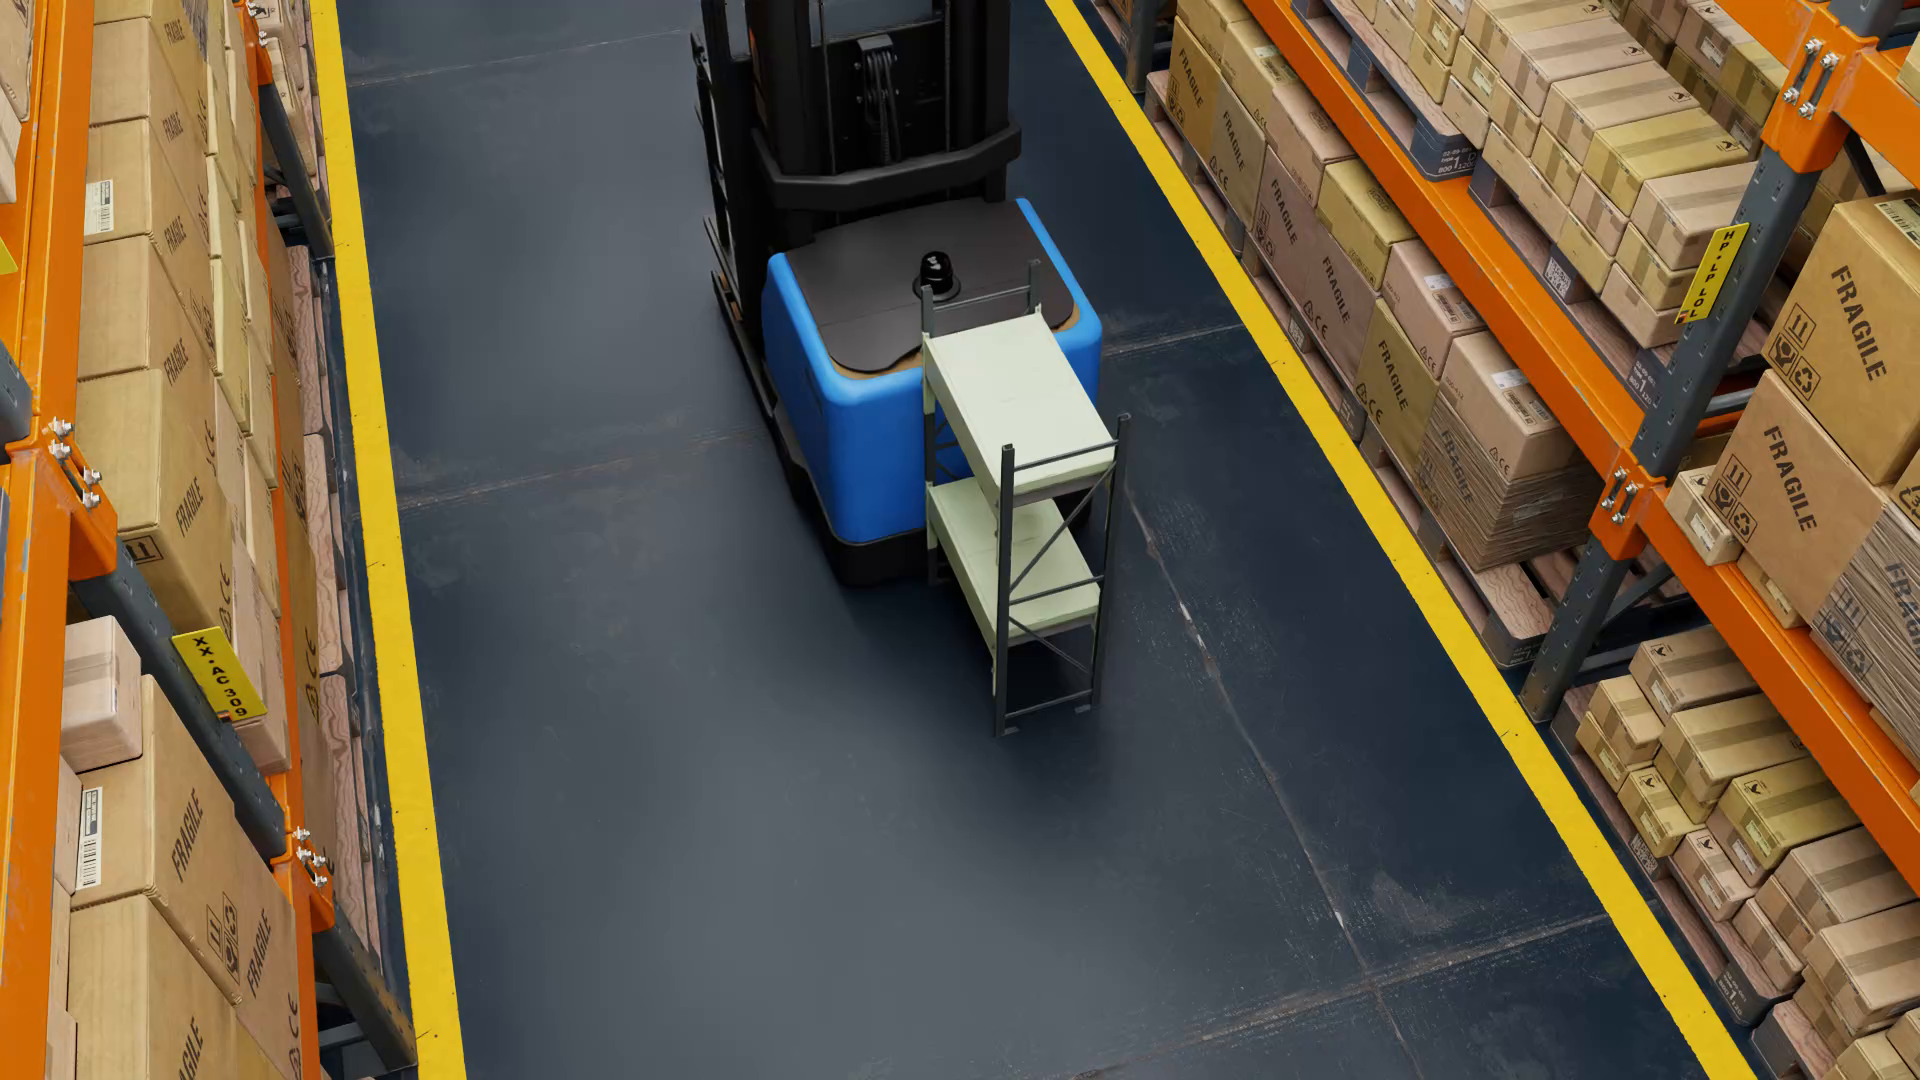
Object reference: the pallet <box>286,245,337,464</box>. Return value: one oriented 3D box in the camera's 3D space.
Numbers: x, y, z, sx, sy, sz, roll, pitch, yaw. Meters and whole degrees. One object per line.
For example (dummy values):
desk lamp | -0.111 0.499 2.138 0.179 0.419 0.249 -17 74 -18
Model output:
pallet | -3.198 -0.695 6.988 1.003 0.211 1.213 -13 51 -11

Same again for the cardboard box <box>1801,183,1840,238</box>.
cardboard box | 2.846 -1.000 5.116 0.380 0.149 0.250 -13 51 -10

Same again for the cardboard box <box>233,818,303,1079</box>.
cardboard box | -1.795 0.983 3.683 0.500 0.500 0.500 -13 51 -11

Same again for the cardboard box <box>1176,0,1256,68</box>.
cardboard box | 1.313 -2.393 7.465 0.500 0.250 0.500 -15 52 -13

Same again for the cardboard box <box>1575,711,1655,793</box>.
cardboard box | 2.324 0.664 5.608 0.380 0.149 0.250 -15 52 -13

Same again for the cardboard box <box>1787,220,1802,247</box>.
cardboard box | 2.758 -1.106 5.400 0.380 0.149 0.250 -13 51 -10

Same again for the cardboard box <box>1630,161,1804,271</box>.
cardboard box | 2.218 -0.954 4.882 0.380 0.149 0.250 -11 51 -9

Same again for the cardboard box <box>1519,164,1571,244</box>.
cardboard box | 2.067 -1.130 5.420 0.380 0.149 0.250 -13 51 -11

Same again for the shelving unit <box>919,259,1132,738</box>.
shelving unit | 0.190 -0.096 5.640 0.431 1.500 0.755 -15 52 -12

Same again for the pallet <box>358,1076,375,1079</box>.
pallet | -2.026 2.206 4.541 1.003 0.211 1.213 -13 51 -11

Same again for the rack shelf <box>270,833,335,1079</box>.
rack shelf | -1.585 2.427 3.002 1.077 0.370 4.000 -13 51 -11

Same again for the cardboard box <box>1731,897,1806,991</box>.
cardboard box | 2.648 1.202 5.154 0.380 0.149 0.250 -14 51 -12

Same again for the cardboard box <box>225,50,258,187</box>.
cardboard box | -2.795 -1.458 5.905 0.500 0.250 0.500 -12 51 -10

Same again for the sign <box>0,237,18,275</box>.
sign | -1.646 -0.551 2.690 0.100 0.325 0.005 -13 51 -11

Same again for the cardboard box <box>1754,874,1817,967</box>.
cardboard box | 2.668 1.099 5.047 0.380 0.149 0.250 -16 52 -13

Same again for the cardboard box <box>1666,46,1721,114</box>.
cardboard box | 2.613 -1.567 5.594 0.380 0.149 0.250 -15 52 -13

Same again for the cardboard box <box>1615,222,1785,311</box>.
cardboard box | 2.216 -0.855 4.993 0.380 0.149 0.250 -12 51 -10

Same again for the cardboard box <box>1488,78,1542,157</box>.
cardboard box | 1.982 -1.427 5.476 0.380 0.149 0.250 -15 51 -12

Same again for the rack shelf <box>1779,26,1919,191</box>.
rack shelf | 3.114 0.267 2.861 1.077 0.370 4.000 -13 51 -11

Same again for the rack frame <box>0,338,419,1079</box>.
rack frame | -2.176 0.735 3.958 1.000 3.000 0.127 -13 51 -11

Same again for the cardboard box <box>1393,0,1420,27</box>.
cardboard box | 1.757 -1.995 5.955 0.380 0.149 0.250 -12 51 -10

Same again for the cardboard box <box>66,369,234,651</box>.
cardboard box | -2.031 -0.006 3.864 0.500 0.500 0.500 -13 51 -11

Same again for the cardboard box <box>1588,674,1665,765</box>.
cardboard box | 2.324 0.566 5.496 0.380 0.149 0.250 -11 51 -9

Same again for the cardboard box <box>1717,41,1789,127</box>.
cardboard box | 2.684 -1.486 5.331 0.380 0.149 0.250 -13 51 -11

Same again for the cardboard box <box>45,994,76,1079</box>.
cardboard box | -1.650 0.906 2.670 0.380 0.149 0.250 -14 51 -11

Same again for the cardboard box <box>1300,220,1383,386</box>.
cardboard box | 1.764 -1.022 6.800 0.500 0.500 0.500 -14 51 -12

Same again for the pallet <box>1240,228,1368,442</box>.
pallet | 1.927 -1.021 7.262 1.003 0.211 1.213 -13 51 -11

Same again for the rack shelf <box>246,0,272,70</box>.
rack shelf | -3.950 -3.416 7.928 1.077 0.370 4.000 -13 51 -11

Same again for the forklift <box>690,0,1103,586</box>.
forklift | -0.455 -1.927 6.247 1.130 2.935 3.031 -15 52 -12

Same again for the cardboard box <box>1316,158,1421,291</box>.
cardboard box | 1.752 -1.278 6.525 0.500 0.250 0.500 -15 52 -13

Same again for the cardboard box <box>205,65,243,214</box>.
cardboard box | -2.647 -1.260 5.411 0.500 0.250 0.500 -15 51 -12

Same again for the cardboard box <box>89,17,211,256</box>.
cardboard box | -2.513 -1.115 4.798 0.500 0.500 0.500 -14 51 -12

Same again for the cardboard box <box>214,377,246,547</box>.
cardboard box | -2.218 -0.138 4.465 0.500 0.250 0.500 -13 51 -10

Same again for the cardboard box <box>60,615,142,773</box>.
cardboard box | -1.781 0.324 3.161 0.380 0.149 0.250 -14 51 -12

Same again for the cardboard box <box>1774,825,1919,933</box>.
cardboard box | 2.672 1.005 4.931 0.380 0.149 0.250 -15 51 -12

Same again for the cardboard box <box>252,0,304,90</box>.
cardboard box | -3.742 -2.427 8.068 0.950 0.372 0.625 -14 51 -12

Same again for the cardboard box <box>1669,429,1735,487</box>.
cardboard box | 2.558 -0.388 6.265 0.500 0.500 0.500 -12 51 -10

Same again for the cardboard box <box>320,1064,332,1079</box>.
cardboard box | -2.093 1.908 4.370 0.875 0.438 0.875 -14 51 -12

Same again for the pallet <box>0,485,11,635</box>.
pallet | -1.944 0.396 2.340 1.003 0.211 1.213 -13 51 -11

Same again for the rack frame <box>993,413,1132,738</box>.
rack frame | 0.312 0.167 5.418 0.400 1.500 0.023 -15 52 -12

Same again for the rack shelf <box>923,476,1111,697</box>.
rack shelf | 0.190 0.114 5.889 0.431 0.370 0.720 -15 52 -12

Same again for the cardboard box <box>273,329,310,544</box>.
cardboard box | -2.974 -0.462 6.082 0.875 0.875 0.875 -13 51 -11

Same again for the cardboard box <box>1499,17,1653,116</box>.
cardboard box | 1.985 -1.530 5.369 0.380 0.149 0.250 -13 51 -11

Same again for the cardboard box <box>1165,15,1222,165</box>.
cardboard box | 1.305 -2.135 7.738 0.500 0.500 0.500 -15 52 -13

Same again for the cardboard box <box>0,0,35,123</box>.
cardboard box | -2.160 -1.109 3.211 0.500 0.500 0.500 -14 51 -12

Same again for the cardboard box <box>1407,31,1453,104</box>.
cardboard box | 1.828 -1.709 5.908 0.380 0.149 0.250 -11 51 -9

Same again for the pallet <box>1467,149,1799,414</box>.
pallet | 2.436 -0.988 5.536 1.003 0.211 1.213 -13 51 -11

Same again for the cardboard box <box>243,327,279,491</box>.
cardboard box | -2.345 -0.354 4.974 0.500 0.250 0.500 -14 51 -11

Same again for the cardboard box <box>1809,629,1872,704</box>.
cardboard box | 2.570 0.258 4.524 0.380 0.149 0.250 -15 52 -13

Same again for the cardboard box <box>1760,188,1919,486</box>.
cardboard box | 2.423 -0.524 4.106 0.500 0.500 0.500 -12 51 -10

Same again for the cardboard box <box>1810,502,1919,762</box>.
cardboard box | 2.582 0.192 4.156 0.500 0.500 0.500 -13 51 -11

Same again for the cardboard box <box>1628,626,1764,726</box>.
cardboard box | 2.427 0.432 5.415 0.380 0.149 0.250 -11 51 -9
